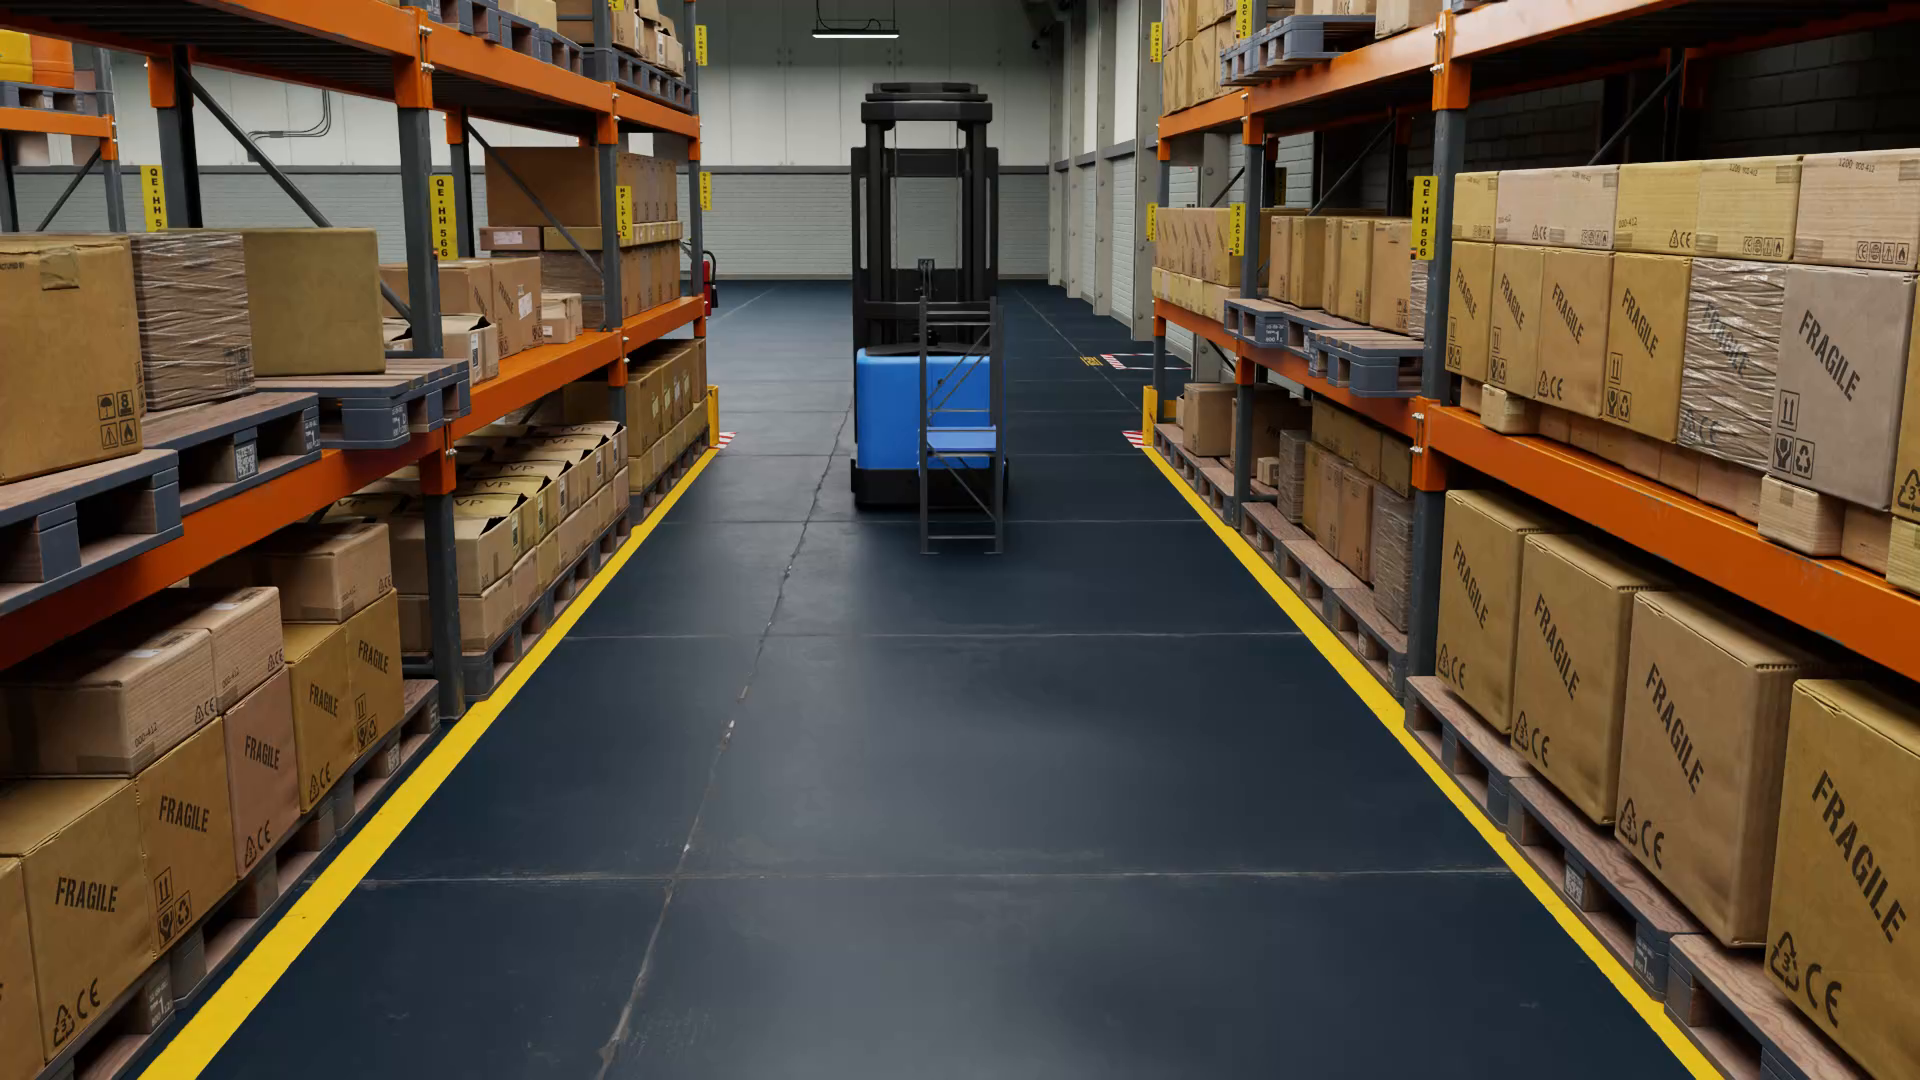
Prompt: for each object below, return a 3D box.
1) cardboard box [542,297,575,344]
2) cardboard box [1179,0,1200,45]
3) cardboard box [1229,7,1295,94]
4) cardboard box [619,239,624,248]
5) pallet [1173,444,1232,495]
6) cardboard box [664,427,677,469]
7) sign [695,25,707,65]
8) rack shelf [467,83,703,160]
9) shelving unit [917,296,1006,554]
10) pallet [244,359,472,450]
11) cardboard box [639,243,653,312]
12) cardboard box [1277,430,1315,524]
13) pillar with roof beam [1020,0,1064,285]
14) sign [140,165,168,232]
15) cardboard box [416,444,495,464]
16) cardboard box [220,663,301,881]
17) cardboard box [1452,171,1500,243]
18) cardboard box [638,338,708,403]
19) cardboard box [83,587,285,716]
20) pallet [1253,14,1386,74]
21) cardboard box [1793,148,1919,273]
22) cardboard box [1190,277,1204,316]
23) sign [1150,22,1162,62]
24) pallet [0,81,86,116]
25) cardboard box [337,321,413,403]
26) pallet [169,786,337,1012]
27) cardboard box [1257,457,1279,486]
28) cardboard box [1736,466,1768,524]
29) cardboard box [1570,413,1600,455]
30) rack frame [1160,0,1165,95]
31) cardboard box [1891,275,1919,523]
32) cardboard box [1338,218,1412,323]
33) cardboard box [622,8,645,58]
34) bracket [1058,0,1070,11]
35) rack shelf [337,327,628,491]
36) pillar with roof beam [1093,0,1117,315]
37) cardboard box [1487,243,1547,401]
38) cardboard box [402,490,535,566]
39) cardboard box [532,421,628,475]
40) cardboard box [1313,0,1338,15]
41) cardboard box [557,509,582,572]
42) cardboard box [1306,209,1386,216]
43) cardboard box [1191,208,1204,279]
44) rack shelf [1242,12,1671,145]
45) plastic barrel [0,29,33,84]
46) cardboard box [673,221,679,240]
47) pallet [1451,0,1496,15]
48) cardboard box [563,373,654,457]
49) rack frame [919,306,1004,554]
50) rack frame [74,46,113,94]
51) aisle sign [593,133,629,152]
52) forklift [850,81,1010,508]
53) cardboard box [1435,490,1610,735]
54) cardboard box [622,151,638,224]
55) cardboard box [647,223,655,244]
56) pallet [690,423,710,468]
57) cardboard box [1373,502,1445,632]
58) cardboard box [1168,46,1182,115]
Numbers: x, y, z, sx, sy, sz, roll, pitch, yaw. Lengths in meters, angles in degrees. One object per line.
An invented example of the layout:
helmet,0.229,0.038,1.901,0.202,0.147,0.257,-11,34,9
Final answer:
cardboard box,-2.451,-1.284,9.680,0.396,0.266,0.258,-1,11,-3
cardboard box,1.964,-4.079,12.762,0.500,0.500,0.500,0,11,0
cardboard box,2.042,-3.173,10.811,0.500,0.500,0.500,0,11,0
cardboard box,-2.477,-2.046,11.216,0.380,0.149,0.250,-1,11,-3
pallet,2.222,-0.555,12.762,1.003,0.211,1.213,0,11,-1
cardboard box,-2.370,-0.674,12.197,0.500,0.250,0.500,0,11,-1
sign,-2.193,-4.183,14.063,0.100,0.325,0.005,0,11,-1
rack shelf,-2.694,-3.039,12.258,1.077,0.370,4.000,0,11,-1
shelving unit,-0.002,-0.752,10.494,0.538,1.500,1.048,0,11,-1
pallet,-2.486,-0.500,5.962,1.213,0.211,1.003,0,11,-1
cardboard box,-2.704,-1.967,12.460,0.700,0.500,0.500,0,11,1
cardboard box,2.332,-0.389,10.113,0.700,0.500,0.500,0,11,1
pillar with roof beam,-1.828,-11.090,42.591,9.100,9.000,0.548,0,11,-1
sign,-3.125,-1.293,6.476,0.100,0.325,0.005,0,11,-1
cardboard box,-2.876,-0.371,9.293,0.500,0.311,0.500,-1,11,-3
cardboard box,-2.289,0.673,4.877,0.500,0.500,0.500,-1,11,-3
cardboard box,2.135,-1.225,6.115,0.500,0.250,0.500,0,11,0
cardboard box,-2.427,-1.439,14.082,0.500,0.500,0.500,0,11,-1
cardboard box,-2.285,0.313,4.767,0.500,0.250,0.500,0,11,-2
pallet,2.231,-2.593,8.726,1.213,0.211,1.003,0,11,-1
cardboard box,2.199,-0.720,3.628,0.500,0.250,0.500,0,11,0
cardboard box,1.959,-1.773,12.081,0.500,0.250,0.500,0,11,-1
sign,1.675,-4.236,14.152,0.100,0.325,0.005,0,11,-1
pallet,-7.769,-3.512,13.255,1.003,0.211,1.213,0,11,-1
cardboard box,-2.534,-0.757,6.972,0.500,0.311,0.500,0,11,2
pallet,-2.570,1.029,4.958,1.003,0.211,1.213,0,11,-1
cardboard box,2.259,-0.478,11.390,0.380,0.166,0.250,-2,12,-9
cardboard box,2.183,-0.110,4.139,0.380,0.149,0.250,0,11,-1
cardboard box,2.218,-0.366,5.398,0.380,0.149,0.250,0,11,0
rack frame,2.217,-5.280,13.952,1.000,3.000,0.127,0,11,-1
cardboard box,2.204,-0.250,3.196,0.500,0.500,0.500,0,11,-2
cardboard box,2.315,-1.355,8.336,0.700,0.500,0.500,0,11,-1
cardboard box,-2.411,-3.433,11.208,0.500,0.311,0.500,-1,12,-4
bracket,2.254,-11.595,36.027,0.235,0.232,0.430,0,11,-1
rack shelf,-2.611,-0.773,8.637,1.077,0.370,4.000,0,11,-1
pillar with roof beam,-1.580,-8.705,30.833,9.100,9.000,0.400,0,11,-1
cardboard box,2.138,-0.752,5.673,0.500,0.500,0.500,0,11,1
cardboard box,-2.307,-0.071,7.815,0.500,0.311,0.500,-1,11,-3
cardboard box,-2.358,-0.577,10.310,0.500,0.311,0.500,0,11,-1
cardboard box,2.244,-2.945,9.157,0.500,0.311,0.500,0,11,1
cardboard box,-2.326,0.003,8.860,0.500,0.250,0.500,0,11,0
cardboard box,2.499,-1.943,11.032,0.500,0.500,0.500,-1,11,-2
cardboard box,1.965,-2.141,12.007,0.500,0.500,0.500,-1,11,-3
rack shelf,2.341,-2.265,8.442,1.077,0.370,4.000,0,11,-1
plastic barrel,-7.537,-3.841,12.874,0.600,0.588,0.600,0,11,0
cardboard box,-2.530,-2.558,13.743,0.380,0.149,0.250,0,11,0
pallet,2.449,-1.999,5.800,1.213,0.211,1.003,0,11,1
cardboard box,-2.349,-0.843,11.143,0.500,0.500,0.500,0,11,-1
rack frame,0.009,-0.651,9.995,0.500,1.500,0.032,0,11,-1
rack frame,-7.688,-5.239,13.751,1.000,3.000,0.127,0,11,-1
aisle sign,-3.043,-3.605,14.244,0.394,0.787,0.004,0,11,-1
forklift,-0.268,-1.899,12.546,1.130,2.935,3.031,-1,11,-3
cardboard box,2.266,0.245,6.158,0.750,0.750,0.750,0,11,-2
cardboard box,-2.690,-2.497,11.806,0.700,0.500,0.500,0,11,-1
cardboard box,-2.503,-2.302,12.479,0.380,0.149,0.250,0,11,-2
pallet,-2.678,-0.800,13.973,1.003,0.211,1.213,0,11,-1
cardboard box,2.315,0.117,7.619,0.700,0.500,0.500,0,11,0
cardboard box,1.949,-3.694,13.378,0.500,0.500,0.500,1,11,3
